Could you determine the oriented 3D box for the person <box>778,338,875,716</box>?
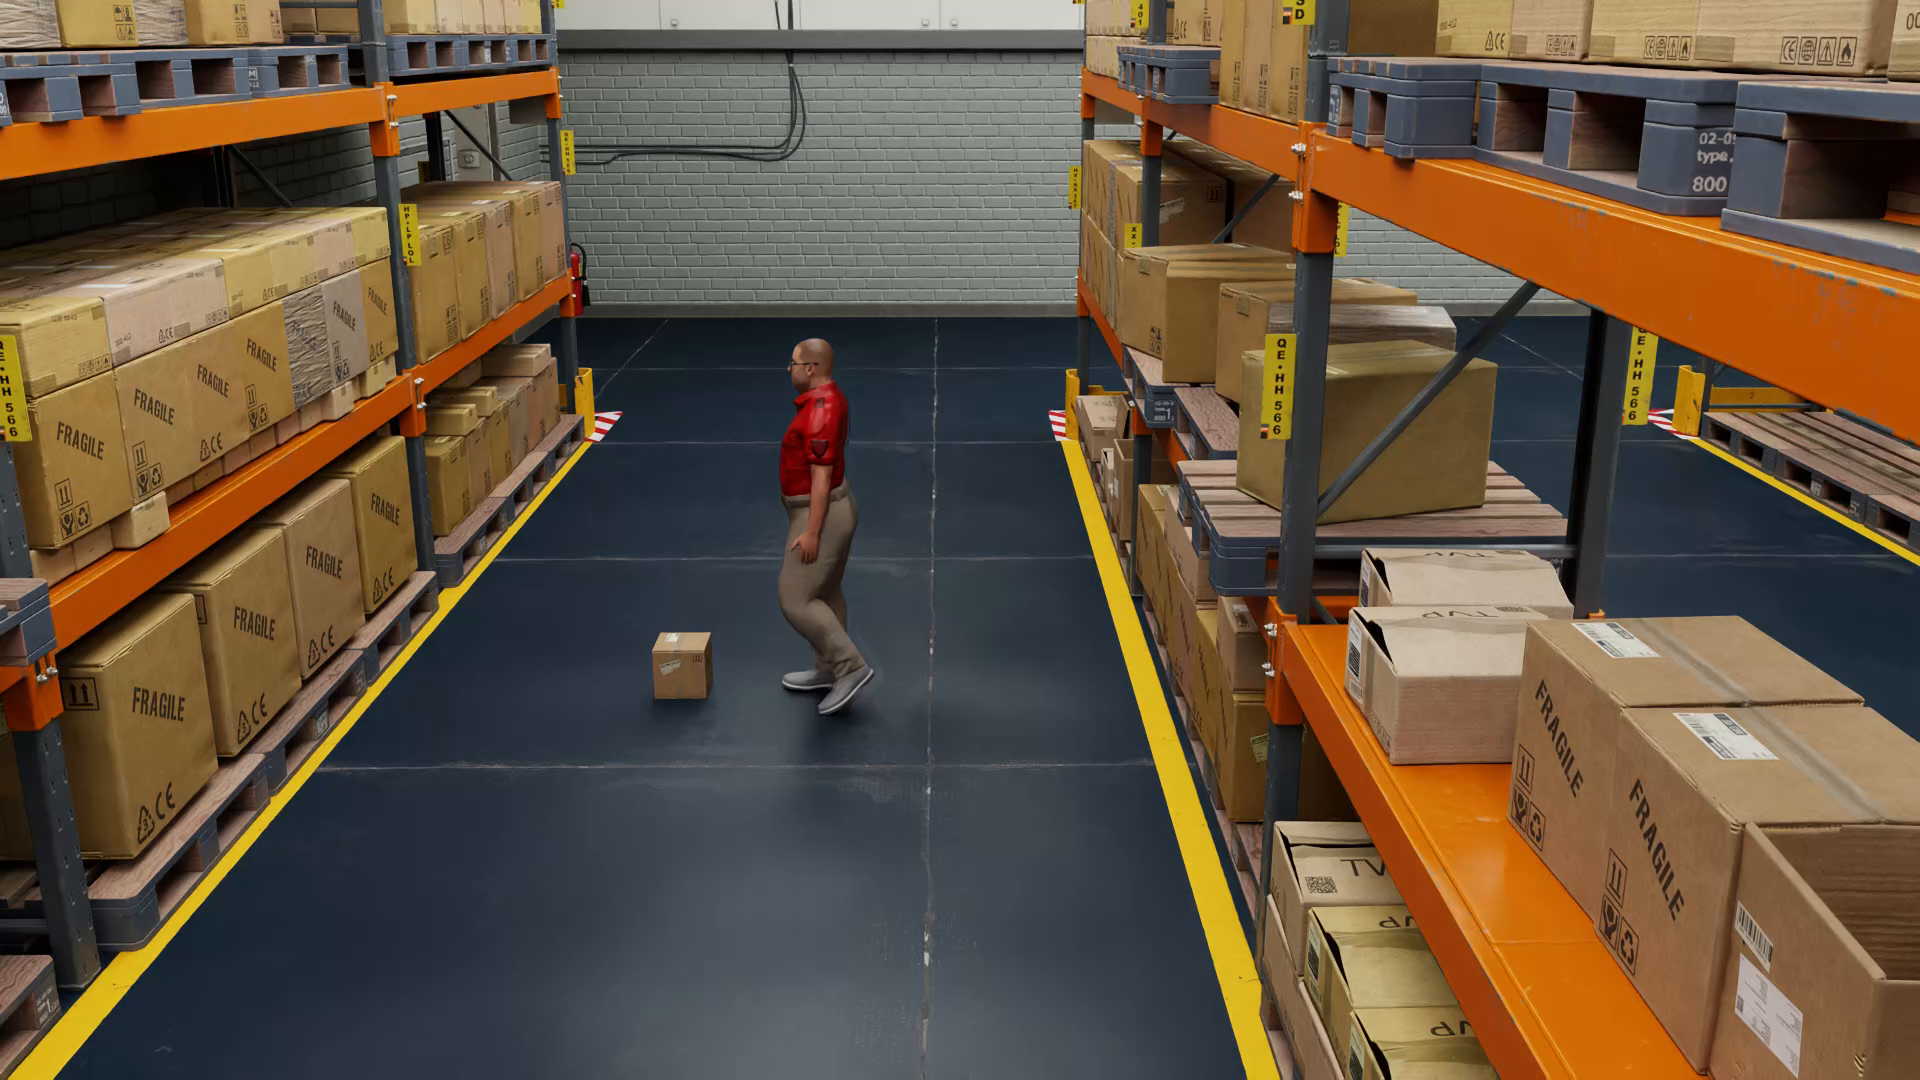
[{"bbox_3d":[-0.637,-0.082,7.817,0.471,1.739,0.585,0,17,1],"label":"person"}]
